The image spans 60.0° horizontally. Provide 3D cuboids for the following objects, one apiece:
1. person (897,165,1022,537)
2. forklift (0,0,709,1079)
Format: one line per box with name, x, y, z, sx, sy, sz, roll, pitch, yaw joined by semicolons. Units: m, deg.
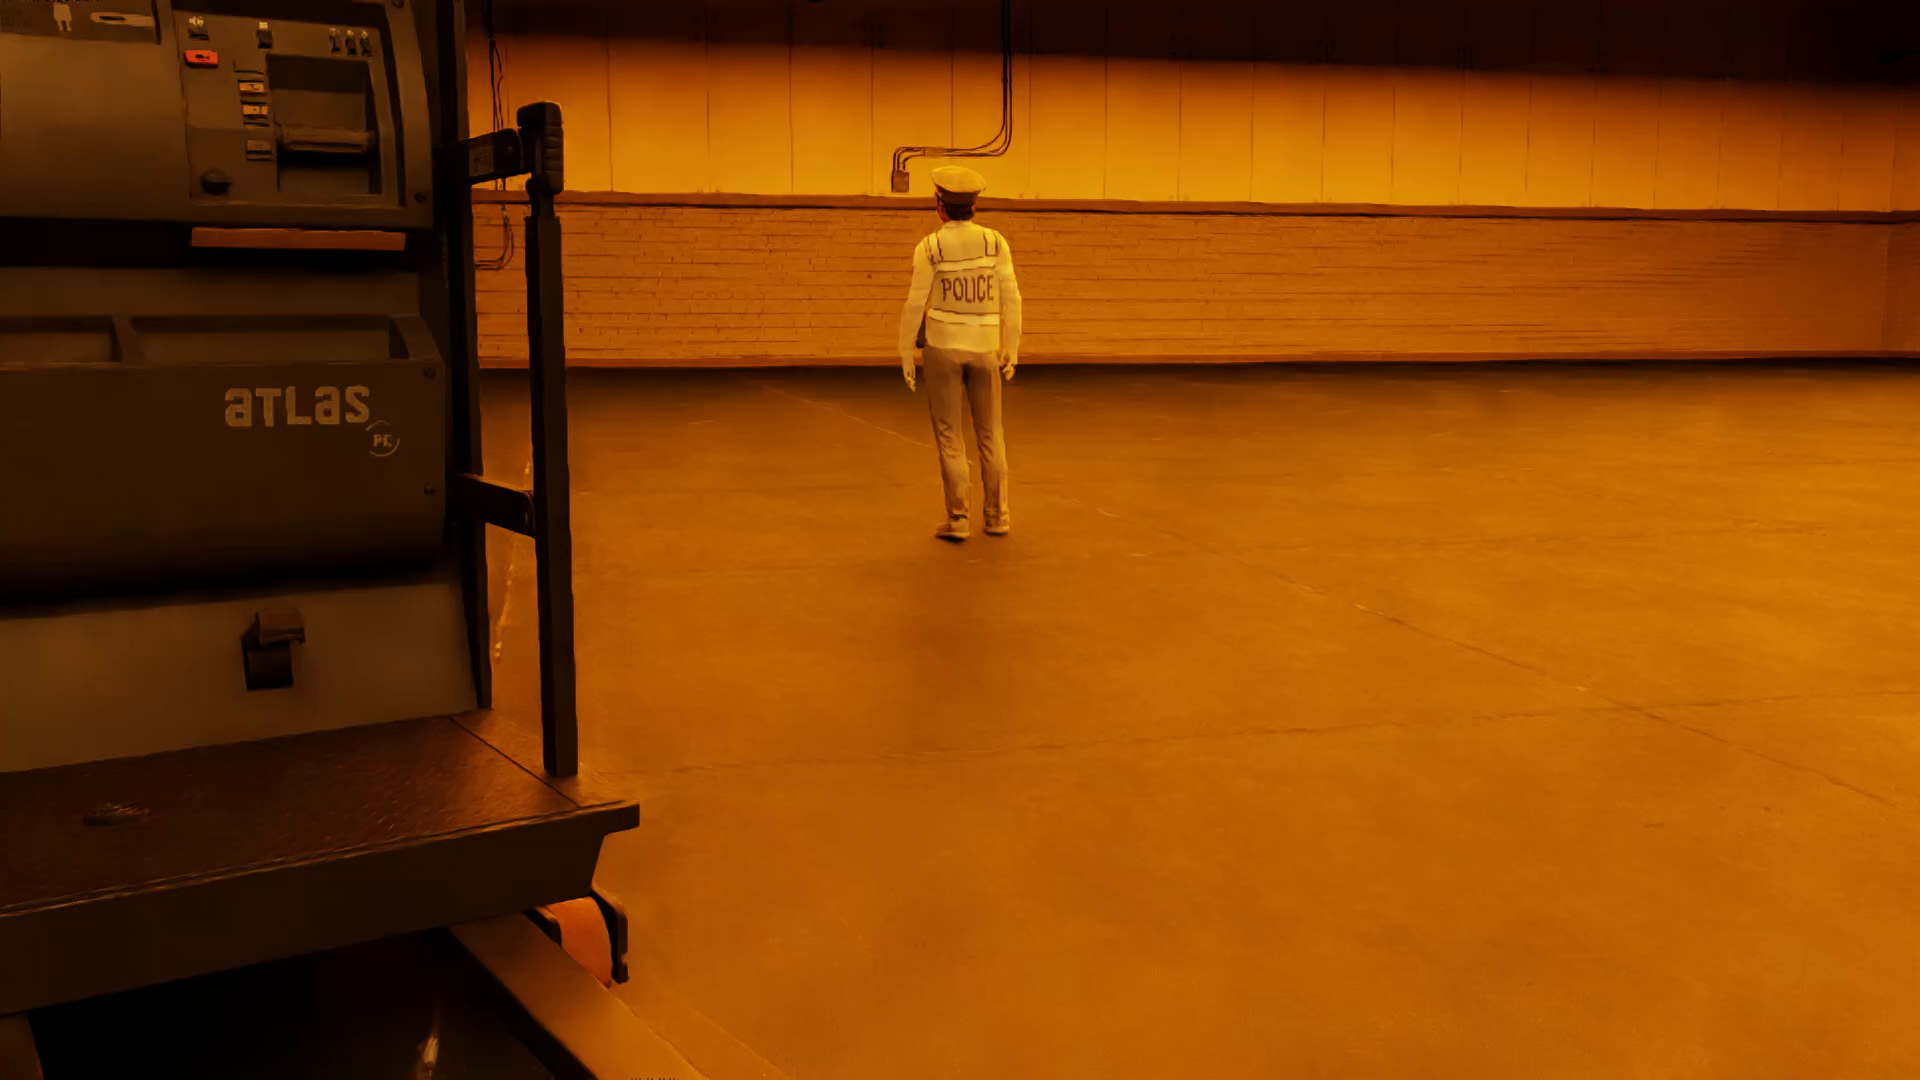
person;-0.009;-0.856;7.656;0.586;1.695;0.533;-2;8;-13
forklift;-1.173;-0.730;2.353;1.130;2.935;3.031;-5;10;-33
